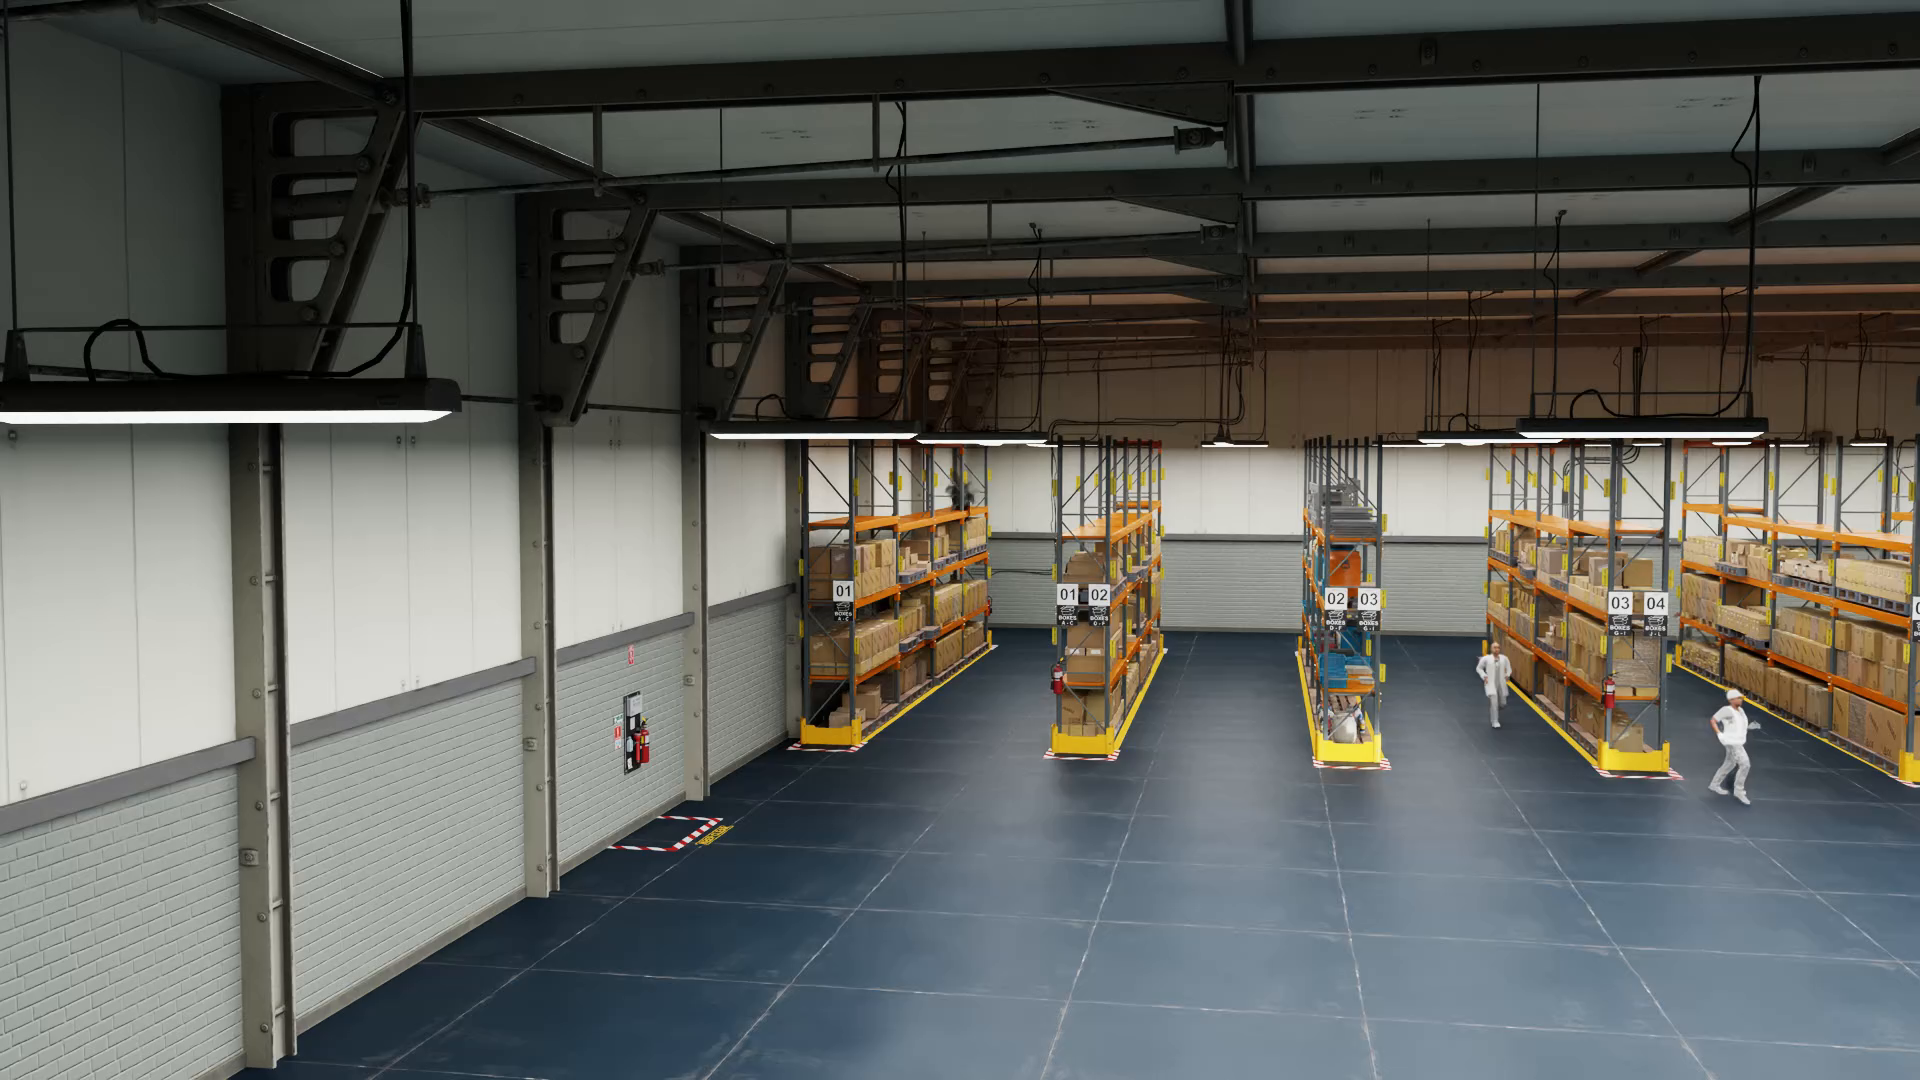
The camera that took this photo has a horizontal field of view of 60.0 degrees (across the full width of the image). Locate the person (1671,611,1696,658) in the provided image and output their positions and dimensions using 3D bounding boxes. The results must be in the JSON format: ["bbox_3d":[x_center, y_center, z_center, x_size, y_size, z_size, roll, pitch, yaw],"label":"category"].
[{"bbox_3d":[20.010,2.374,45.736,0.938,1.786,0.720,1,3,14],"label":"person"}]

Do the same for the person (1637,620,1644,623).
[{"bbox_3d":[17.884,2.549,43.931,0.622,1.682,0.835,2,4,29],"label":"person"}]

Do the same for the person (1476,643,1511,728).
[{"bbox_3d":[11.068,2.992,34.434,0.712,1.730,0.753,0,3,2],"label":"person"}]

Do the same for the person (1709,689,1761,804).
[{"bbox_3d":[12.641,3.360,27.164,0.782,1.846,0.661,3,4,41],"label":"person"}]
